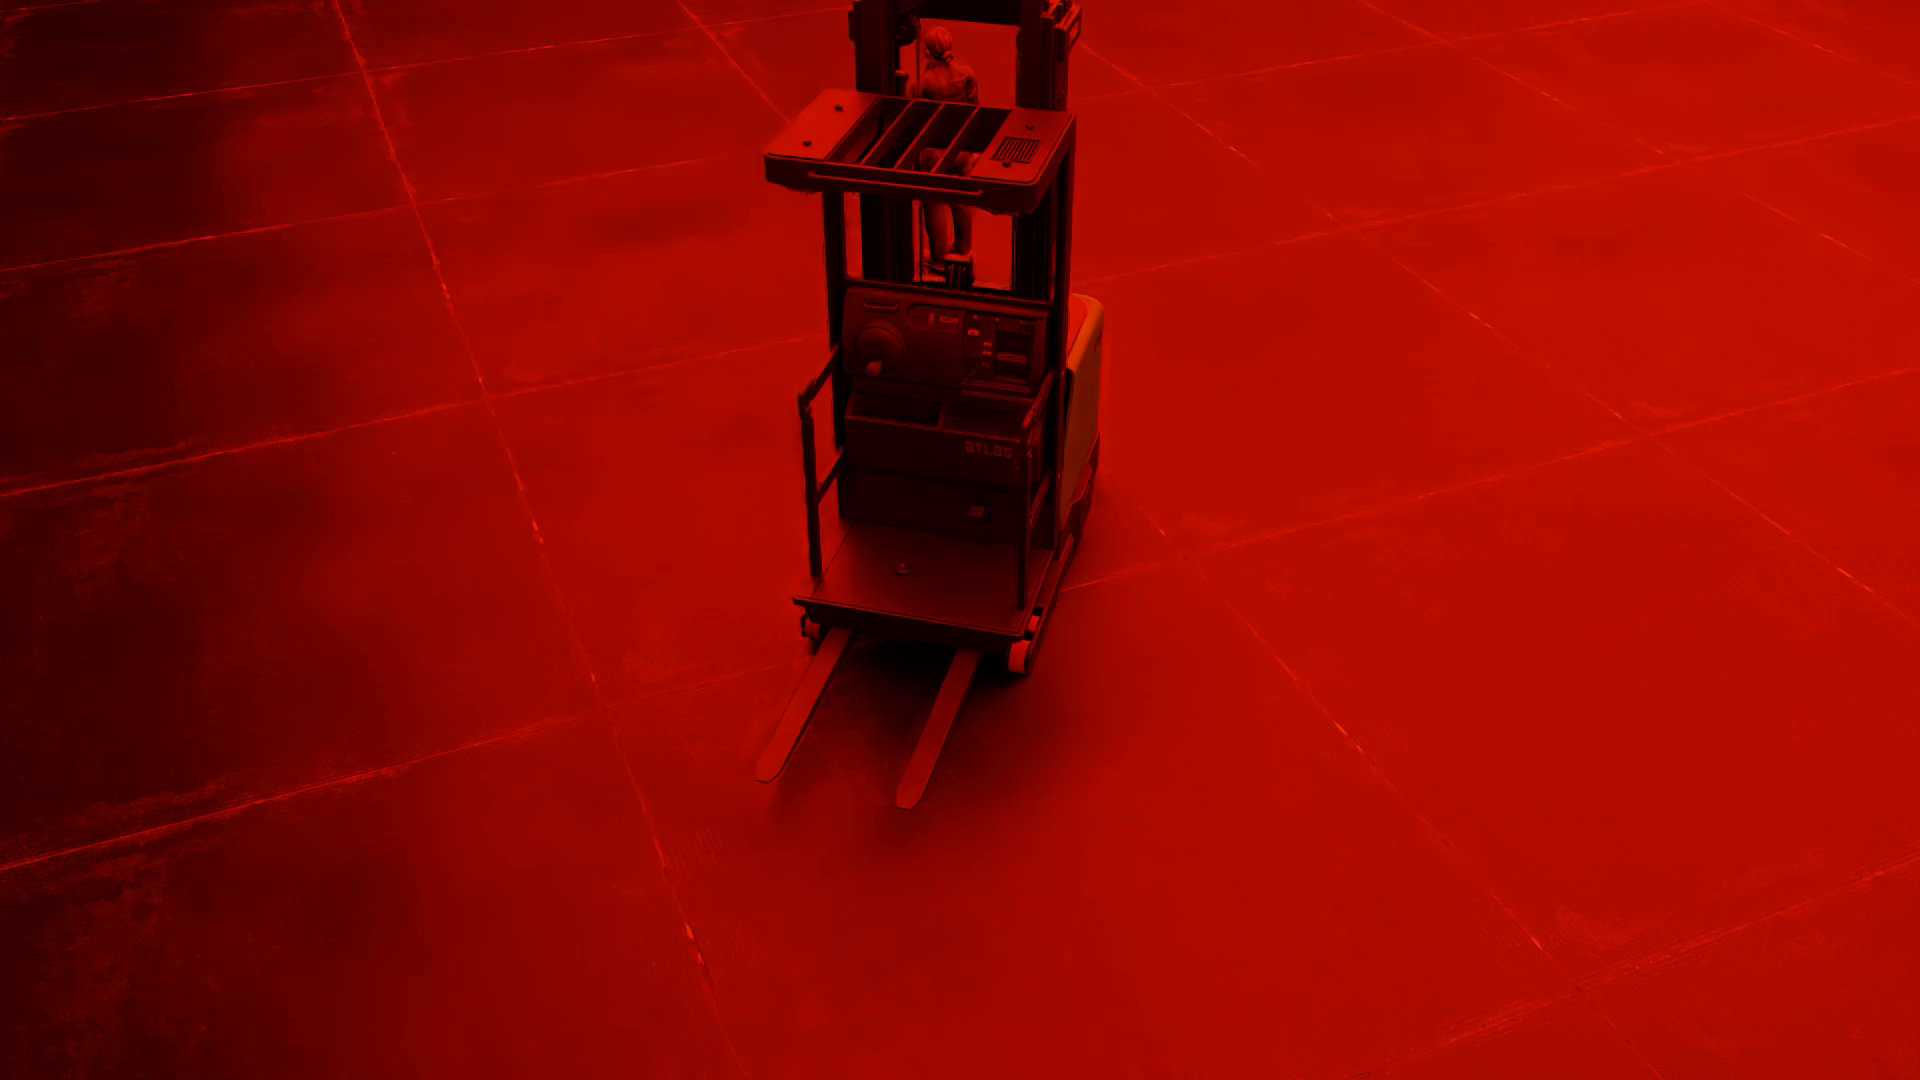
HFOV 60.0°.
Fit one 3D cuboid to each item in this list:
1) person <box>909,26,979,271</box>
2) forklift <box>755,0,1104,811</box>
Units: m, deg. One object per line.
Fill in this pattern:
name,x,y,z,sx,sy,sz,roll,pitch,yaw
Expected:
person,-0.141,-2.548,10.771,0.569,1.656,0.503,-15,38,-20
forklift,-0.127,-0.820,7.252,1.130,2.935,3.031,9,36,12
